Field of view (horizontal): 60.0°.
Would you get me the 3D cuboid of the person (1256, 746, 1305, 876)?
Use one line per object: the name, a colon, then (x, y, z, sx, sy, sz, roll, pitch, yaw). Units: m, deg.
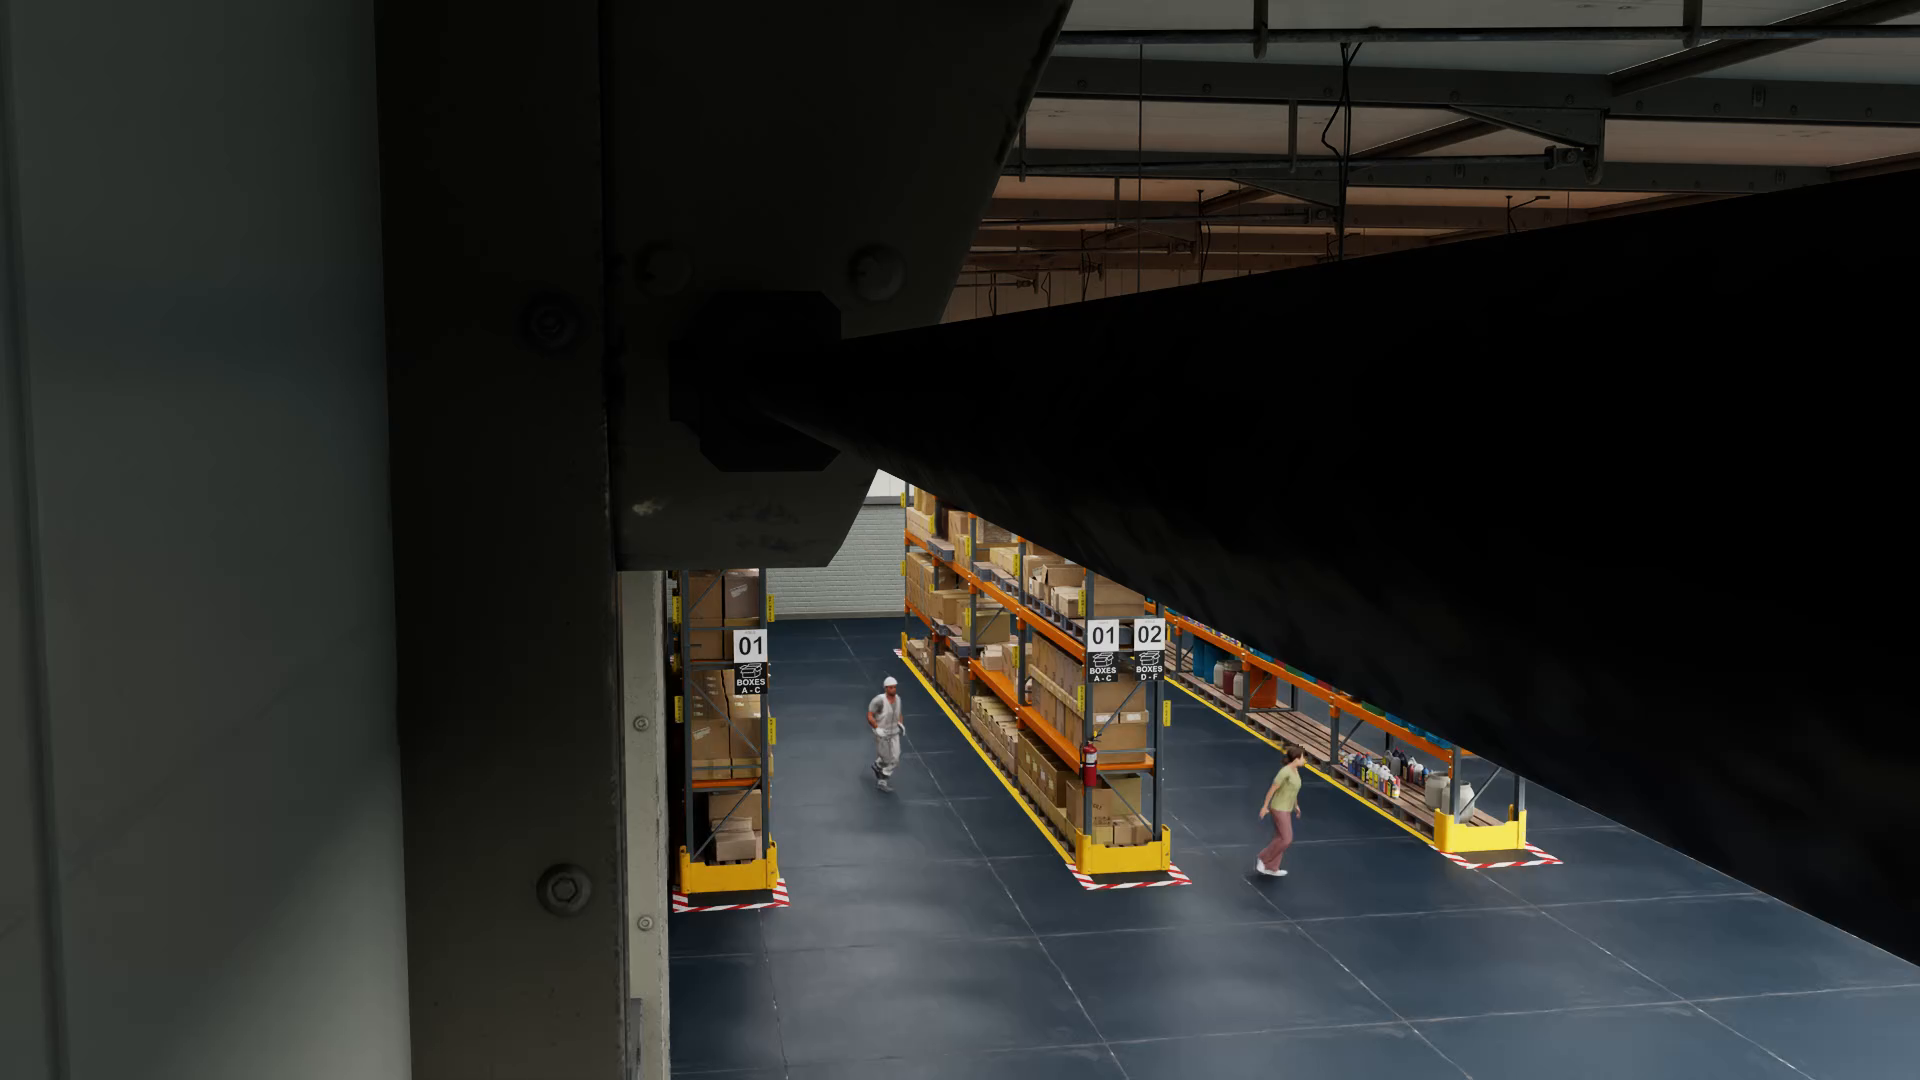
person: (3.987, 3.378, 20.722, 0.524, 1.636, 0.614, 3, 7, 28)

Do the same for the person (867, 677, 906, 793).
person: (-1.143, 2.891, 24.960, 0.651, 1.734, 0.627, -4, 7, -34)
